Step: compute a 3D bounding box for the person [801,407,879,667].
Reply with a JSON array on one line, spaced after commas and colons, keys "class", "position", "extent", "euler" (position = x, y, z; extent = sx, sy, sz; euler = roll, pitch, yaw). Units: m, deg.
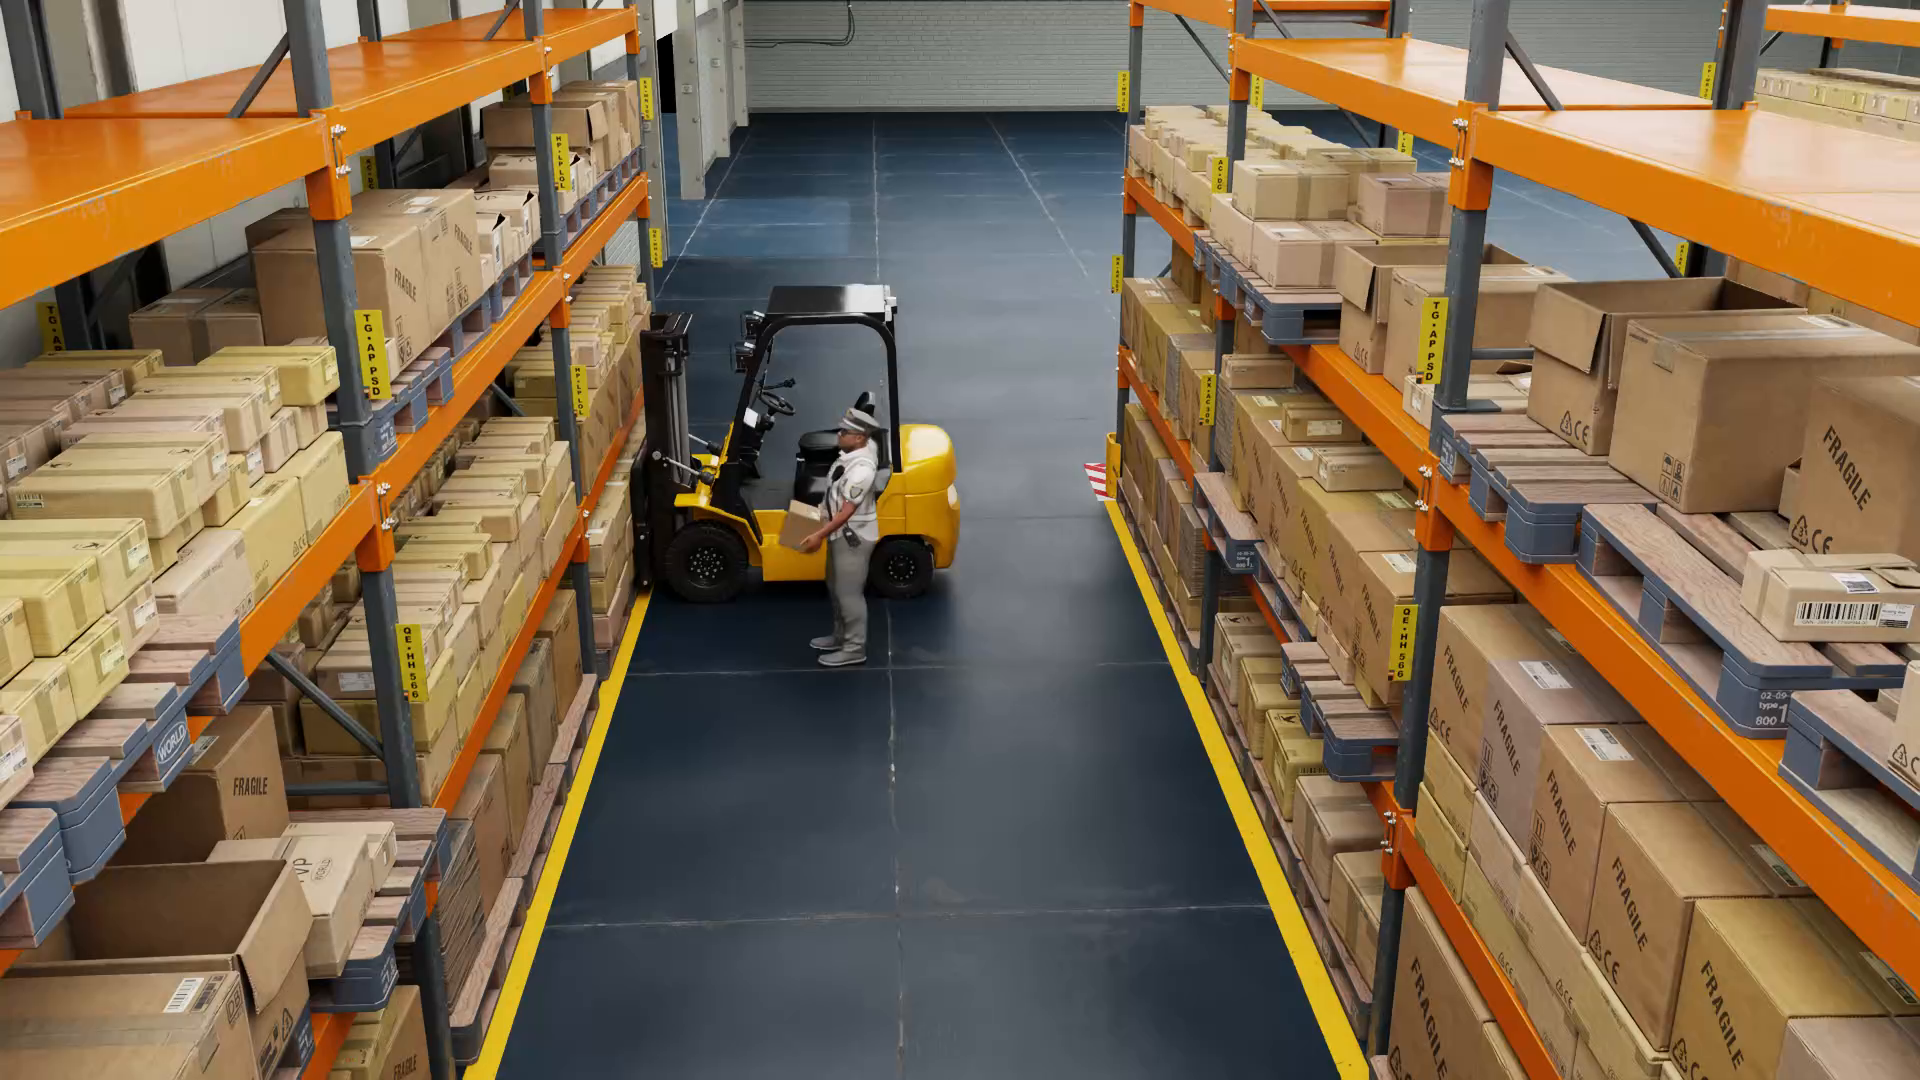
[{"class": "person", "position": [-0.807, -0.025, 11.092], "extent": [0.546, 1.777, 0.544], "euler": [-4, 21, -11]}]
